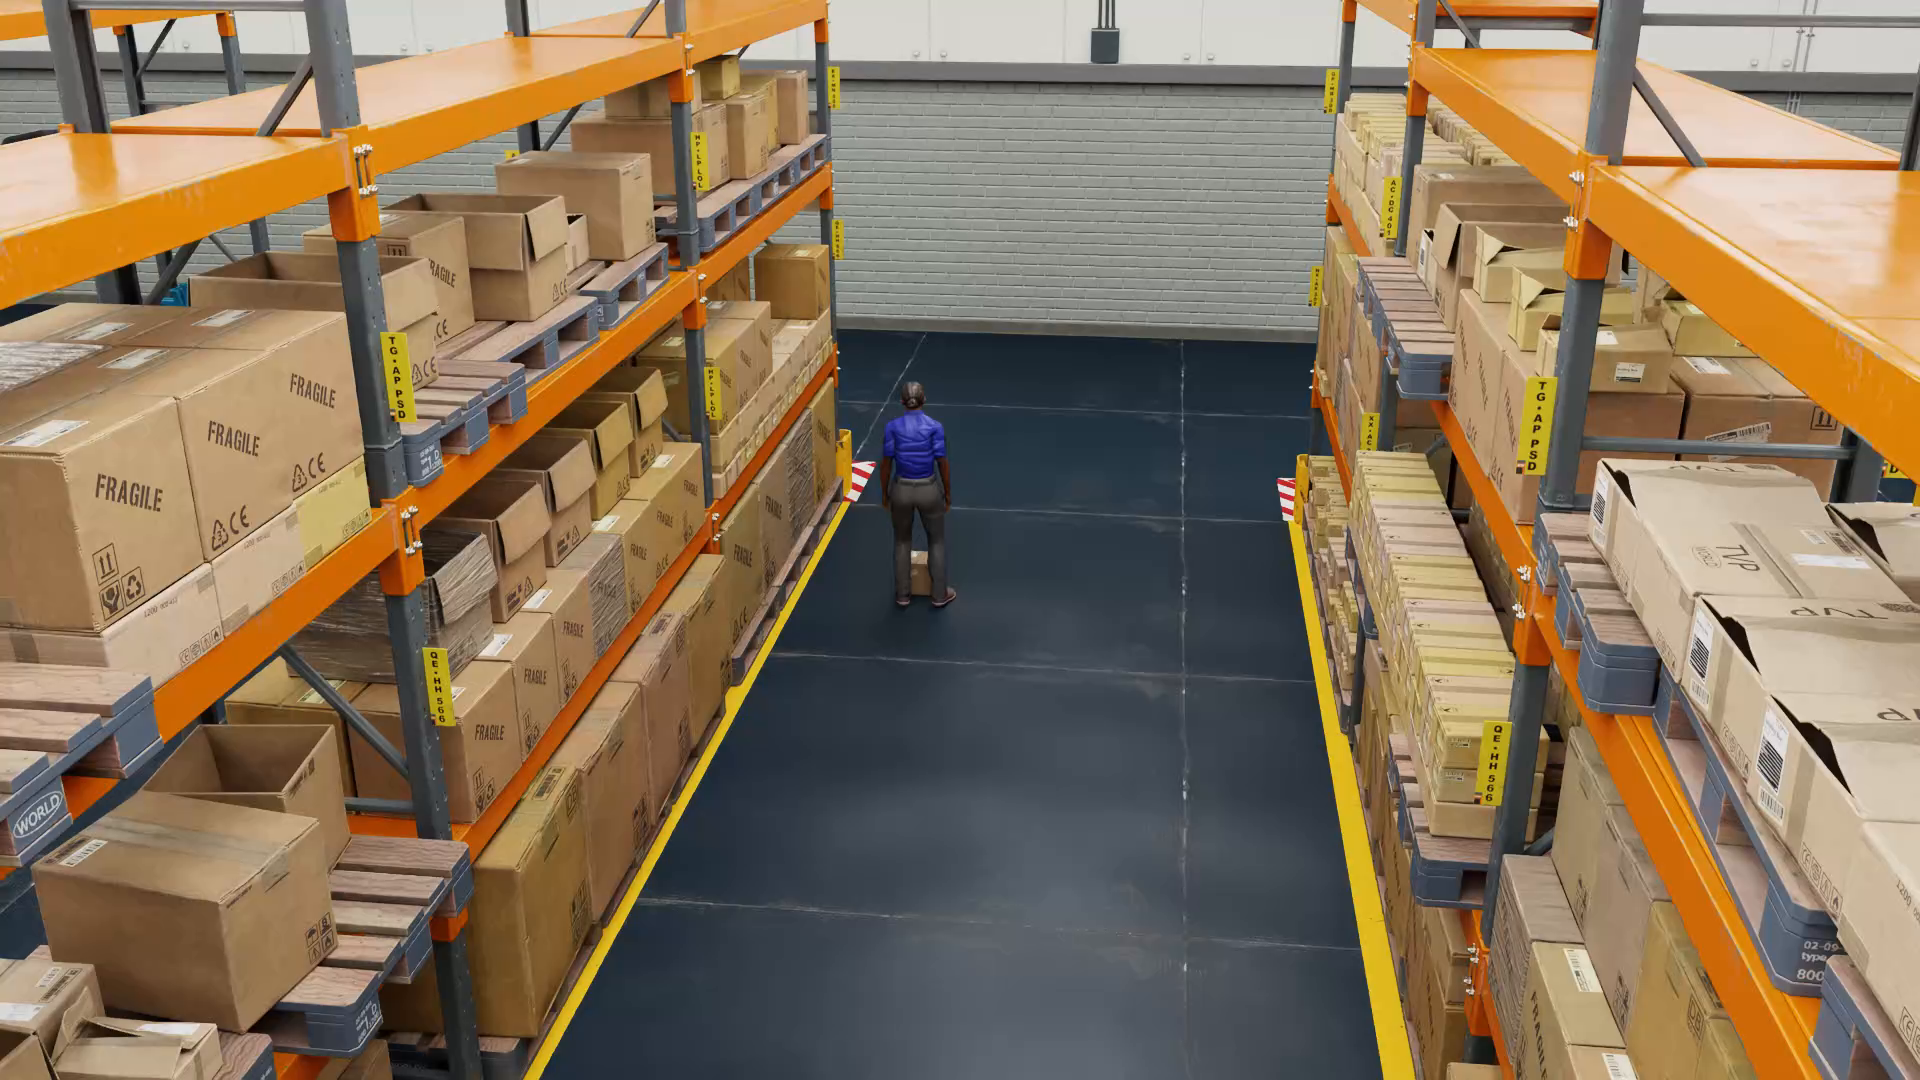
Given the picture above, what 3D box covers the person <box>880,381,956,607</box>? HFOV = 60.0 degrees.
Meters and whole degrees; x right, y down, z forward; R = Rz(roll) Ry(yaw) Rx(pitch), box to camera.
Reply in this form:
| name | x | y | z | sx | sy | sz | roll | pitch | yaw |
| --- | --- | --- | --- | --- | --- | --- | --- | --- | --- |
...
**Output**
| name | x | y | z | sx | sy | sz | roll | pitch | yaw |
| --- | --- | --- | --- | --- | --- | --- | --- | --- | --- |
| person | -0.303 | -0.323 | 11.918 | 0.530 | 1.656 | 0.347 | 2 | 21 | 4 |
